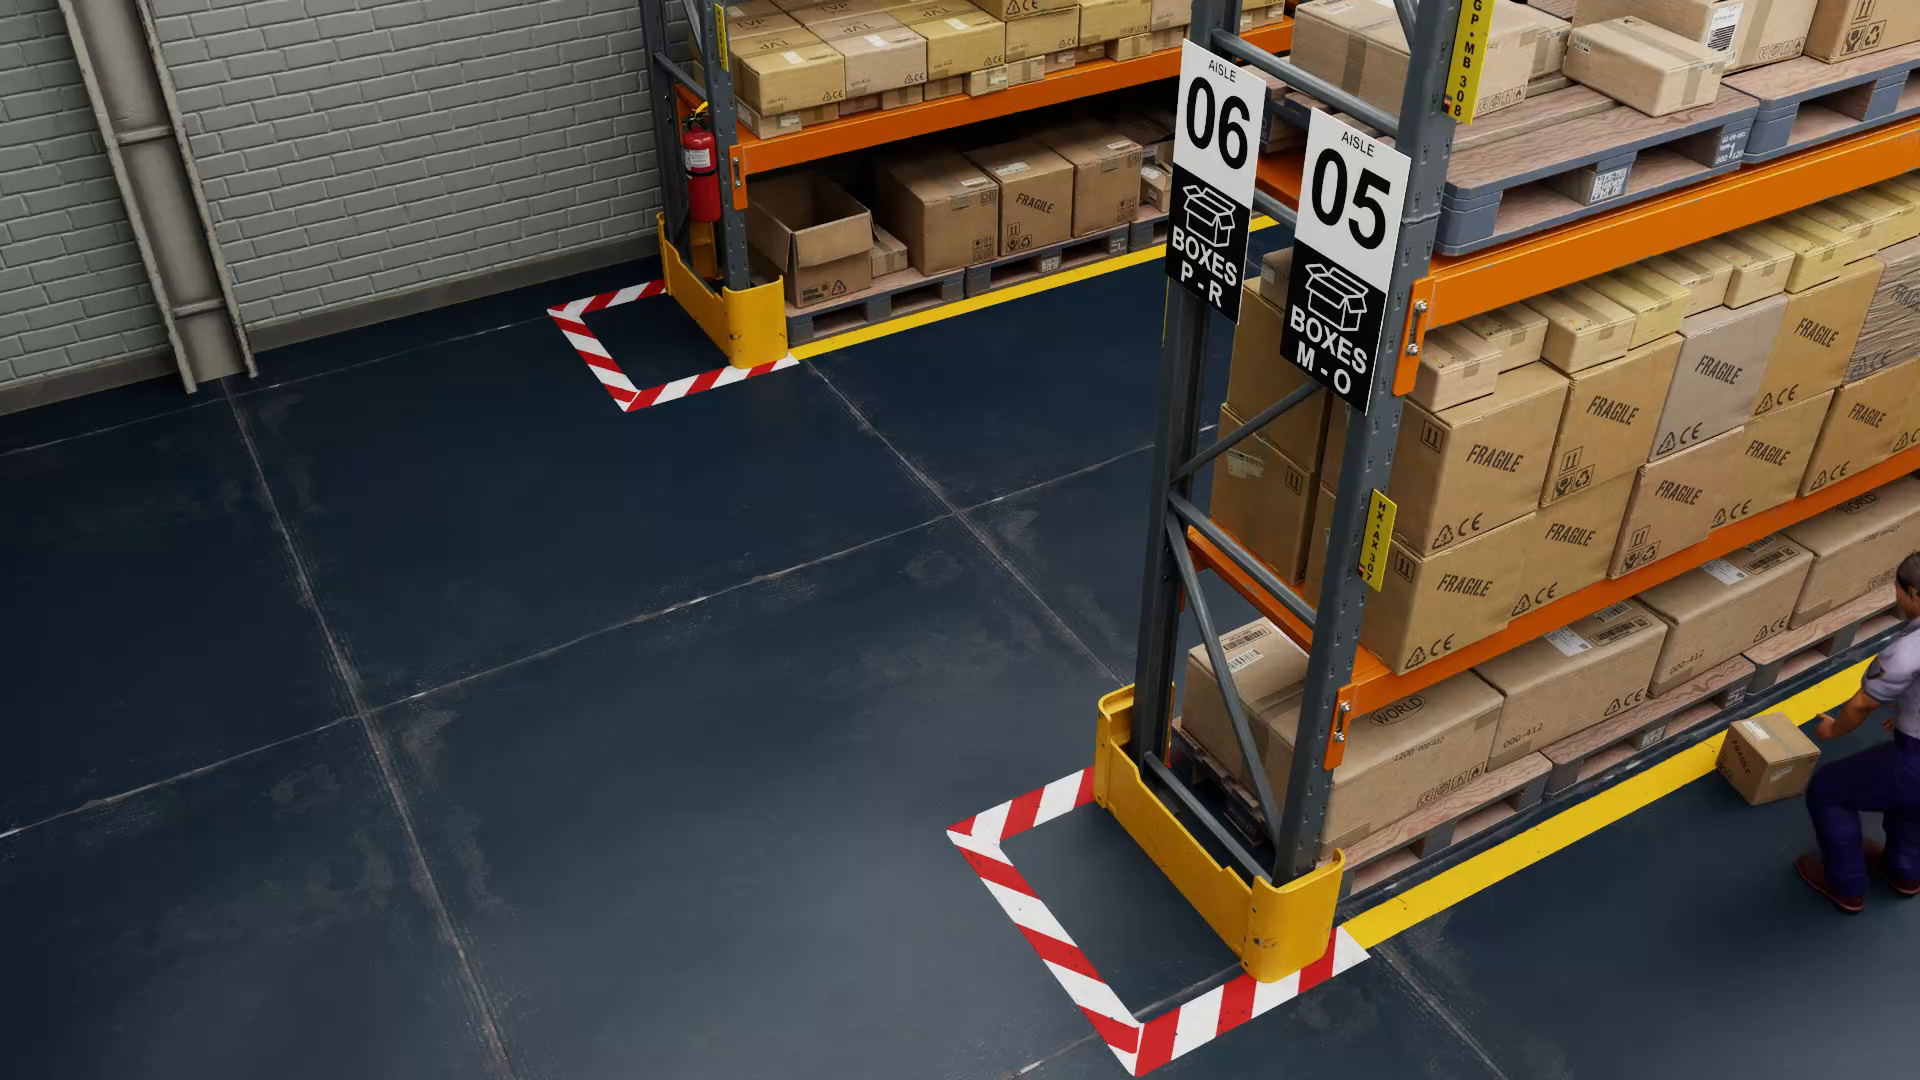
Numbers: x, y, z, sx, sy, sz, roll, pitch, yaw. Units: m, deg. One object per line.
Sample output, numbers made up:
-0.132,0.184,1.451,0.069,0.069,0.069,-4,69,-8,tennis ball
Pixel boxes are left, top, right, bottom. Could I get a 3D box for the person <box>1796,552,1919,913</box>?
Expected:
3.484,0.754,6.118,0.530,1.446,0.595,-11,38,-14,person
